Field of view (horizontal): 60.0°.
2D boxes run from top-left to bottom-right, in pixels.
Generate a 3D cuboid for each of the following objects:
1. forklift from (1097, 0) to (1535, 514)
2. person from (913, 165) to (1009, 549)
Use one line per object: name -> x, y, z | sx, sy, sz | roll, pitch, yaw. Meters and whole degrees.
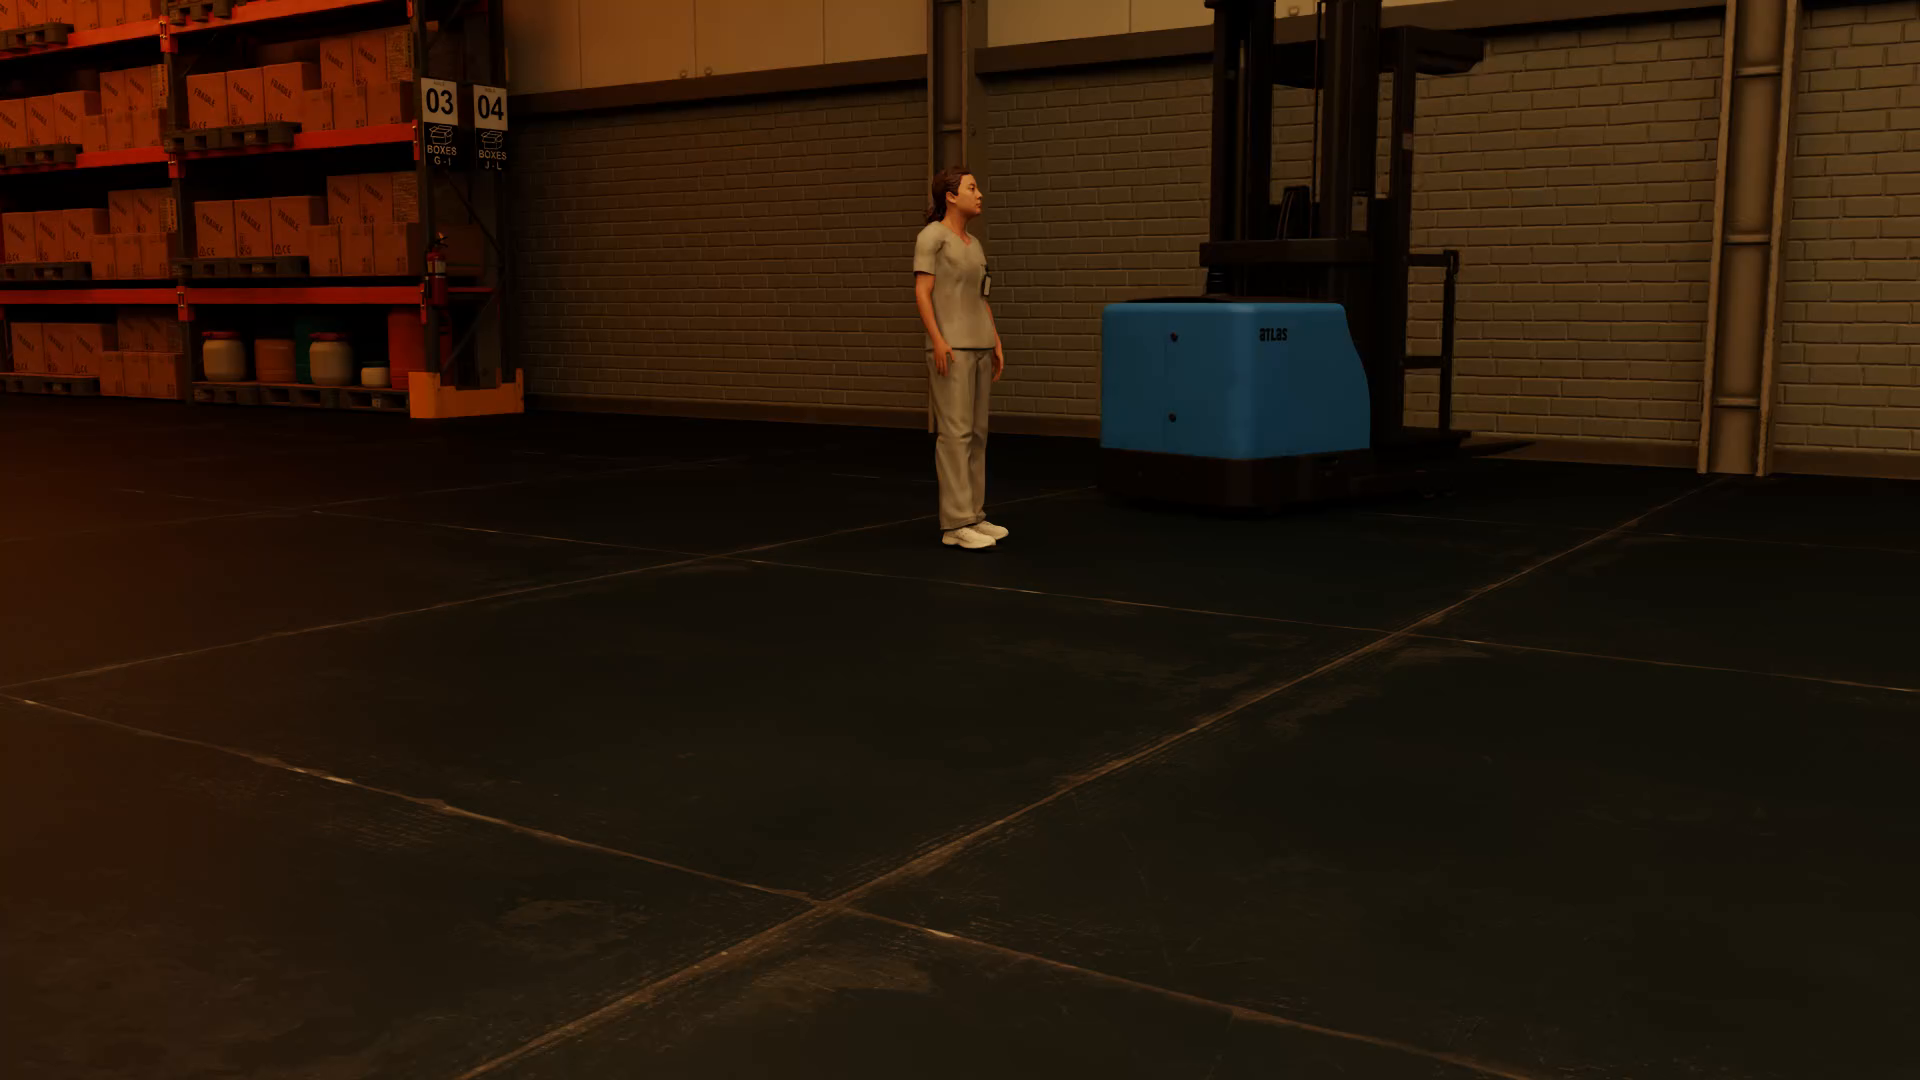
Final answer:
forklift -> 2.178, -1.726, 9.328 | 3.031, 2.935, 1.130 | -7, 11, -41
person -> 0.054, -0.829, 7.433 | 0.548, 1.673, 0.550 | 5, 10, 34
